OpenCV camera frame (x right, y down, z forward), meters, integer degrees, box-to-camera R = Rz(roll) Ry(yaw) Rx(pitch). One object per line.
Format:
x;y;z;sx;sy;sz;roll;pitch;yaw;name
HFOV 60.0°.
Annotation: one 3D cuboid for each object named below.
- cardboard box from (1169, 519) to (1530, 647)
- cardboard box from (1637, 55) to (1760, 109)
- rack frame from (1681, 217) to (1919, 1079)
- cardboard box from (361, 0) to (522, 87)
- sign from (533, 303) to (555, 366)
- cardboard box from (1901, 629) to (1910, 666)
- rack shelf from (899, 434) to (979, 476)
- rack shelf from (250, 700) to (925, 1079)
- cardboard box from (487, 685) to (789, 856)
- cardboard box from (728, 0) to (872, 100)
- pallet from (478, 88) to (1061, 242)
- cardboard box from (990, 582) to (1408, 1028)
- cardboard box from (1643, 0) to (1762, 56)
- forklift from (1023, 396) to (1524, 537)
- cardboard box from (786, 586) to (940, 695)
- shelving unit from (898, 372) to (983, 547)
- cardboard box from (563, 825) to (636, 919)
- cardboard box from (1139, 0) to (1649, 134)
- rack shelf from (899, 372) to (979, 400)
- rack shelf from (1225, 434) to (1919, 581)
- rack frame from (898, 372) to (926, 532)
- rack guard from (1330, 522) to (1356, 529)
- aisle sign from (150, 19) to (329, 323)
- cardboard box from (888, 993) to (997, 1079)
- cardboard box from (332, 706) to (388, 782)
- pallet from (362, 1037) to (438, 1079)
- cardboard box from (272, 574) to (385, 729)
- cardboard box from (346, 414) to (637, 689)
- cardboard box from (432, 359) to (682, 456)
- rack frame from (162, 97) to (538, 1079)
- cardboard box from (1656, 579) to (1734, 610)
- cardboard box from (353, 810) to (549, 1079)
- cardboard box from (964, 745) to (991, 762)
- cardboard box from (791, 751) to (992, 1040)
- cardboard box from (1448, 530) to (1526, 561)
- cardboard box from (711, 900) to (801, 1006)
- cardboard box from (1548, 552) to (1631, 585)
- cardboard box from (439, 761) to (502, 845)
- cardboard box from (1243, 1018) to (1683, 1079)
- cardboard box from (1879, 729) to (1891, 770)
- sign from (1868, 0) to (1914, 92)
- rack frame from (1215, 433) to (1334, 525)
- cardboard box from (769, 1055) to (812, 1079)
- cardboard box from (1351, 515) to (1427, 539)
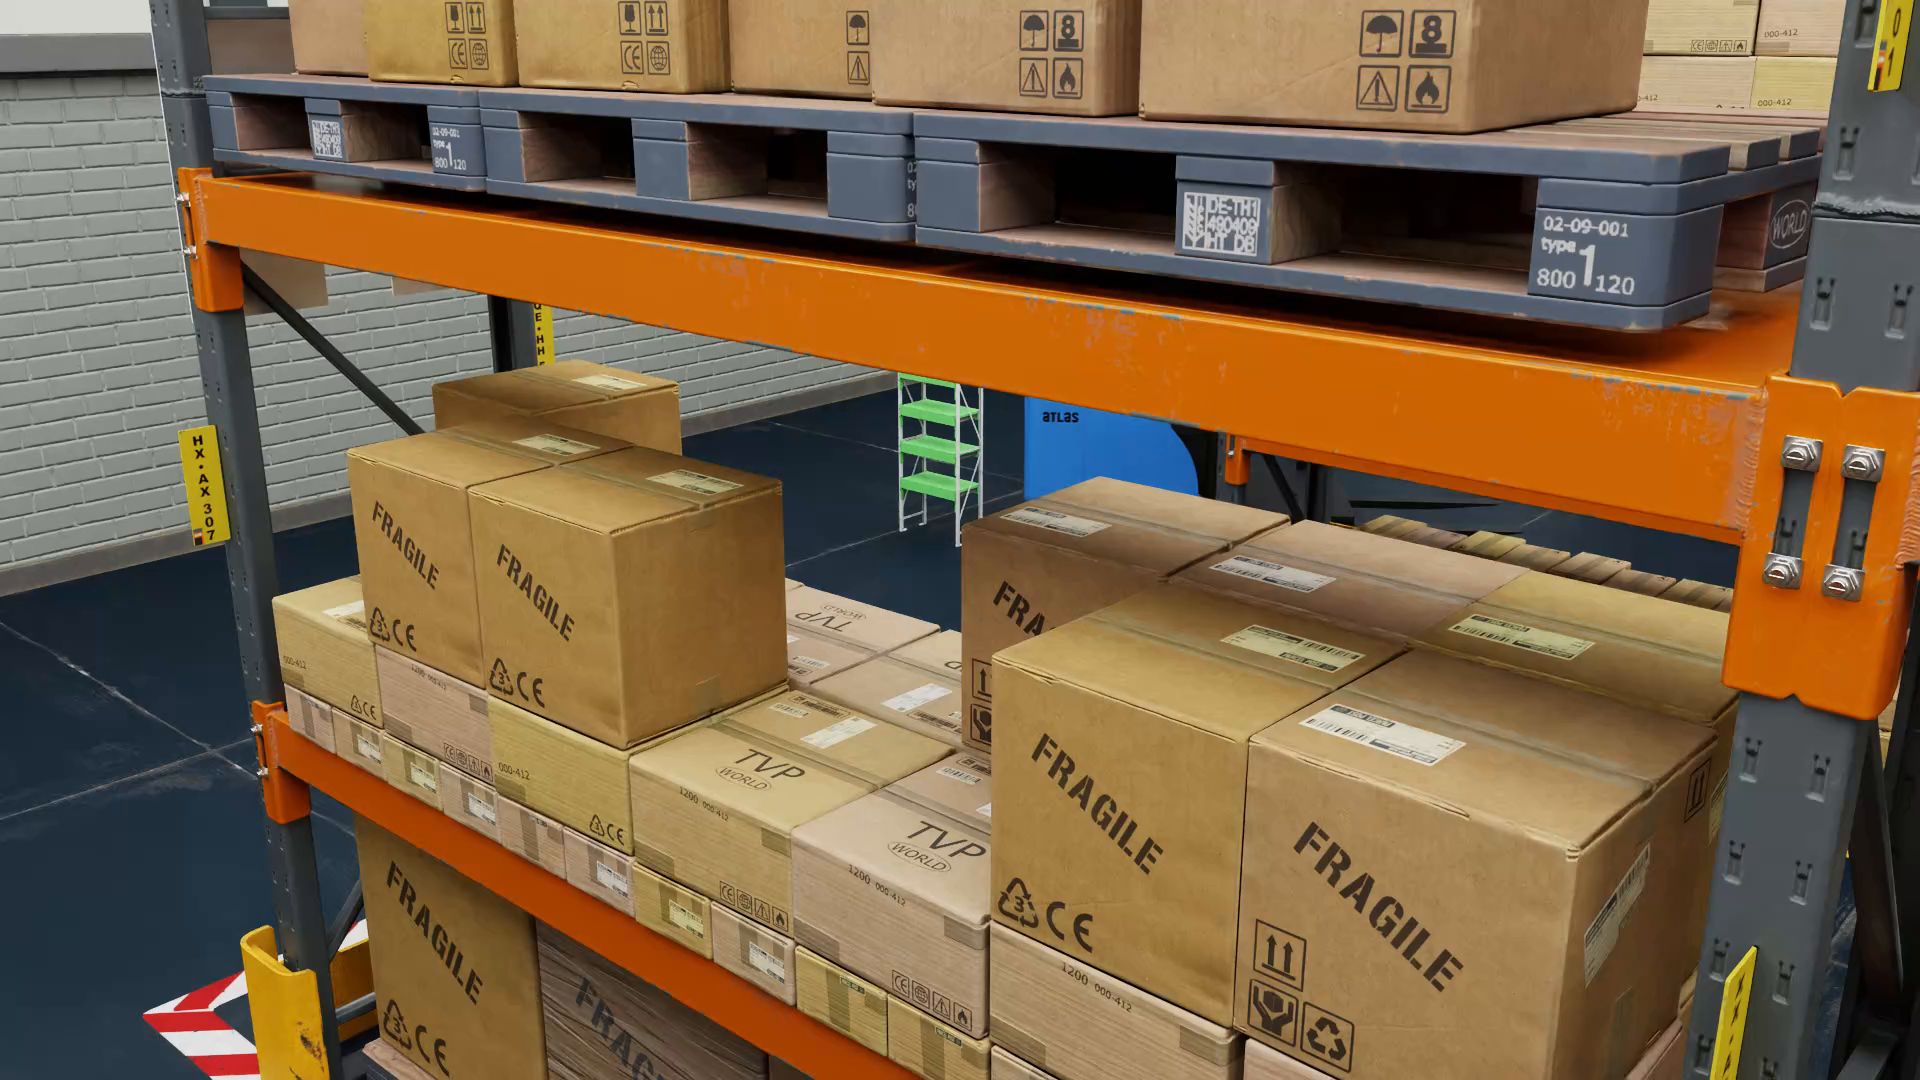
0.743;0.299;3.228;0.500;0.500;0.500;15;23;39;cardboard box
3.000;-1.821;6.679;0.500;0.250;0.500;15;23;39;cardboard box
1.295;0.981;2.561;0.127;3.000;1.000;15;23;39;rack frame
-0.932;-1.315;3.811;0.500;0.500;0.700;14;22;37;cardboard box
-1.327;-0.607;5.259;0.005;0.325;0.100;15;23;39;sign
3.944;0.483;7.167;0.250;0.149;0.380;14;23;38;cardboard box
-0.124;-0.544;10.554;0.480;0.148;0.258;15;23;39;rack shelf
-0.201;0.923;3.935;4.000;0.370;1.077;15;23;39;rack shelf
-0.751;0.470;3.929;0.500;0.250;0.500;14;22;37;cardboard box
-0.027;-1.134;3.241;0.500;0.500;0.700;16;24;42;cardboard box
-0.219;-0.818;3.418;1.213;0.211;1.003;15;23;39;pallet
0.401;0.420;2.845;0.500;0.500;0.500;15;23;40;cardboard box
2.967;-2.063;6.617;0.500;0.250;0.500;14;22;37;cardboard box
1.921;-1.372;10.088;3.031;2.935;1.130;1;18;5;forklift
-0.399;0.349;4.309;0.500;0.250;0.500;14;22;37;cardboard box
-0.124;-0.605;10.535;0.503;1.200;0.258;15;23;39;shelving unit
-0.687;0.701;3.858;0.250;0.149;0.380;15;23;39;cardboard box
0.669;-0.887;2.466;0.500;0.500;0.700;13;22;36;cardboard box
-0.124;-1.002;10.409;0.480;0.148;0.258;15;23;39;rack shelf
3.167;-0.179;7.407;4.000;0.370;1.077;15;23;39;rack shelf
-0.306;-0.654;10.689;0.015;1.200;0.240;15;23;39;rack frame
1.728;0.283;8.894;0.348;0.500;1.175;15;23;39;rack guard
-1.950;-1.008;4.530;0.004;0.787;0.394;15;23;39;aisle sign
0.079;0.907;3.209;0.250;0.149;0.380;16;23;40;cardboard box
-1.458;0.495;4.509;0.250;0.149;0.380;15;23;38;cardboard box
-1.047;1.650;5.063;1.213;0.211;1.003;15;23;39;pallet
-1.517;0.265;4.573;0.500;0.250;0.500;14;23;38;cardboard box
-1.143;0.008;4.143;0.500;0.500;0.500;14;23;38;cardboard box
-1.158;-0.211;4.835;0.500;0.500;0.500;15;23;40;cardboard box
-1.697;0.178;5.092;0.127;3.000;1.000;15;23;39;rack frame
3.390;0.319;7.683;0.250;0.149;0.380;15;23;40;cardboard box
-1.165;1.101;5.002;0.875;0.875;0.875;15;23;39;cardboard box
0.357;0.554;3.665;0.500;0.250;0.500;16;23;41;cardboard box
0.020;0.676;3.279;0.500;0.250;0.500;16;23;40;cardboard box
2.663;0.087;8.414;0.250;0.149;0.380;14;23;38;cardboard box
-0.302;0.805;3.533;0.250;0.149;0.380;16;23;40;cardboard box
3.052;0.195;8.075;0.250;0.149;0.380;16;24;41;cardboard box
-1.070;0.598;4.183;0.250;0.149;0.380;15;23;38;cardboard box
0.790;0.882;2.631;0.500;0.250;0.500;14;23;38;cardboard box
3.793;0.804;6.648;0.250;0.149;0.380;14;22;37;cardboard box
0.927;-0.607;1.620;0.005;0.325;0.100;15;23;39;sign
1.671;-0.924;8.564;0.127;3.000;1.000;15;23;39;rack frame
0.181;1.462;3.863;0.875;0.875;0.875;15;23;39;cardboard box
2.235;0.000;8.687;0.250;0.149;0.380;15;23;40;cardboard box
